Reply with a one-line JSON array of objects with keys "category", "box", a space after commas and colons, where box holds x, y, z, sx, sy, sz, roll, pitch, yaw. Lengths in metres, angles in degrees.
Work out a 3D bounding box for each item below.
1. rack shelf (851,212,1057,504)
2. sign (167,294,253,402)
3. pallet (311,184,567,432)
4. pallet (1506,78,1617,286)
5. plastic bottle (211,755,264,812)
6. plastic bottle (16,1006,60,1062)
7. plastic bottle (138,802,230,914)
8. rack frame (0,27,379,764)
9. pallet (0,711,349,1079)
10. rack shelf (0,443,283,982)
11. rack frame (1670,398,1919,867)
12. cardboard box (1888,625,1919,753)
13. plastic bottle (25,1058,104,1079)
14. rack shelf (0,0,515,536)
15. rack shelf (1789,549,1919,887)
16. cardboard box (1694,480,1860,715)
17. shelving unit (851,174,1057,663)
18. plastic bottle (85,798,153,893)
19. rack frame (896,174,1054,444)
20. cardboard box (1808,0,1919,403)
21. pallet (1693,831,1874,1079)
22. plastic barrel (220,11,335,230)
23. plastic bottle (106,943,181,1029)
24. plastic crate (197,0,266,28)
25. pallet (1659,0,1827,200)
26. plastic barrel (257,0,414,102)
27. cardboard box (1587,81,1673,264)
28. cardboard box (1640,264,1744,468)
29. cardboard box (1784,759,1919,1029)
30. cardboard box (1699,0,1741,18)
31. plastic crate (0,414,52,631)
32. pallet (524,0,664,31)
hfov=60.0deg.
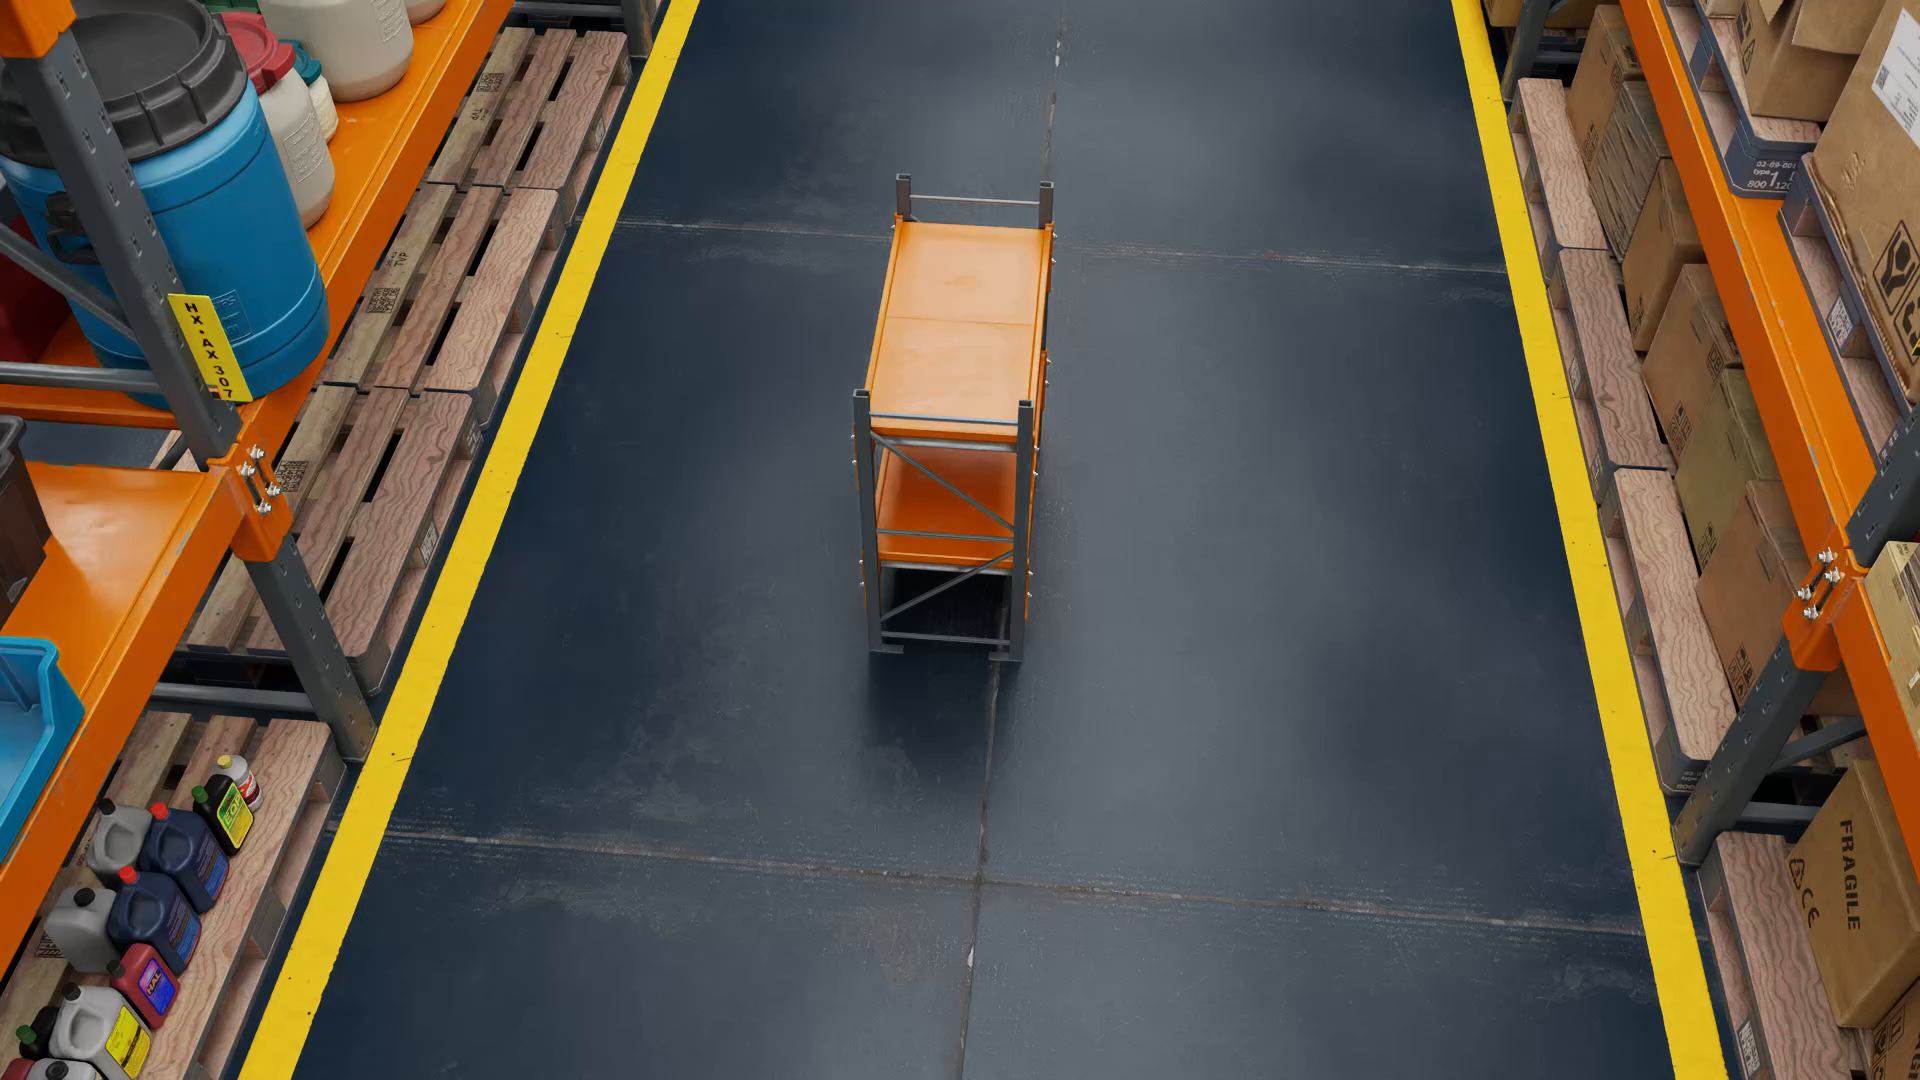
[{"category": "rack shelf", "box": [0.001, -0.582, 5.123, 0.538, 0.278, 1.000, 4, 48, 4]}, {"category": "sign", "box": [-1.776, -0.452, 3.943, 0.100, 0.325, 0.005, 4, 48, 4]}, {"category": "pallet", "box": [-2.181, -0.941, 6.468, 1.003, 0.211, 1.213, 4, 48, 4]}, {"category": "pallet", "box": [2.902, -1.495, 6.974, 1.003, 0.211, 1.213, 4, 48, 4]}, {"category": "plastic bottle", "box": [-2.045, 0.680, 4.694, 0.097, 0.201, 0.097, 0, 48, 0]}, {"category": "plastic bottle", "box": [-2.246, 1.247, 4.119, 0.061, 0.283, 0.133, 4, 48, 4]}, {"category": "plastic bottle", "box": [-2.094, 0.834, 4.451, 0.144, 0.351, 0.185, 3, 48, 2]}, {"category": "rack frame", "box": [-2.323, -0.404, 4.087, 1.000, 3.000, 0.127, 4, 48, 4]}, {"category": "pallet", "box": [-2.425, 1.028, 4.667, 1.003, 0.211, 1.213, 4, 48, 4]}, {"category": "rack shelf", "box": [-2.505, 1.309, 3.008, 1.077, 0.370, 4.000, 4, 48, 4]}, {"category": "rack frame", "box": [2.610, -0.071, 3.782, 1.000, 3.000, 0.127, 4, 48, 4]}, {"category": "cardboard box", "box": [2.255, 0.335, 3.581, 0.380, 0.149, 0.250, 4, 48, 4]}, {"category": "plastic bottle", "box": [-2.160, 1.357, 4.024, 0.152, 0.276, 0.135, 5, 48, 4]}, {"category": "rack shelf", "box": [-2.140, -1.631, 5.696, 1.077, 0.370, 4.000, 4, 48, 4]}, {"category": "rack shelf", "box": [2.427, 1.642, 2.703, 1.077, 0.370, 4.000, 4, 48, 4]}, {"category": "cardboard box", "box": [2.687, 0.175, 4.953, 0.700, 0.500, 0.500, 1, 48, 1]}, {"category": "shelving unit", "box": [0.001, -0.385, 5.339, 0.538, 1.125, 1.048, 4, 48, 4]}, {"category": "plastic bottle", "box": [-2.238, 0.825, 4.460, 0.144, 0.351, 0.185, 4, 48, 4]}, {"category": "rack frame", "box": [0.047, -0.758, 5.681, 0.500, 1.125, 0.032, 4, 48, 4]}, {"category": "cardboard box", "box": [2.822, -0.989, 3.931, 1.000, 1.000, 1.000, 4, 48, 4]}, {"category": "pallet", "box": [2.584, 1.366, 4.357, 1.003, 0.211, 1.213, 4, 48, 4]}, {"category": "plastic barrel", "box": [-2.017, -1.138, 4.666, 0.433, 0.535, 0.433, 0, 48, 0]}, {"category": "plastic bottle", "box": [-2.085, 1.121, 4.235, 0.061, 0.283, 0.133, 7, 48, 6]}, {"category": "plastic crate", "box": [-2.445, -1.631, 5.353, 0.450, 0.188, 0.662, 4, 48, 4]}, {"category": "pallet", "box": [2.835, -1.488, 5.208, 1.003, 0.211, 1.213, 4, 48, 4]}, {"category": "plastic barrel", "box": [-1.950, -1.677, 5.159, 0.433, 0.535, 0.433, 0, 48, 0]}, {"category": "cardboard box", "box": [2.895, -1.413, 6.405, 0.700, 0.500, 0.500, 0, 48, 0]}, {"category": "cardboard box", "box": [2.800, -0.586, 5.649, 0.700, 0.500, 0.500, 0, 48, 0]}, {"category": "cardboard box", "box": [2.533, 0.922, 4.283, 0.500, 0.500, 0.500, 3, 48, 2]}, {"category": "cardboard box", "box": [2.592, -1.885, 5.258, 0.500, 0.250, 0.500, 3, 48, 2]}, {"category": "plastic crate", "box": [-2.497, -0.007, 3.766, 0.767, 0.338, 0.504, 4, 48, 4]}, {"category": "pallet", "box": [-1.928, -2.984, 8.336, 1.003, 0.211, 1.213, 4, 48, 4]}]
